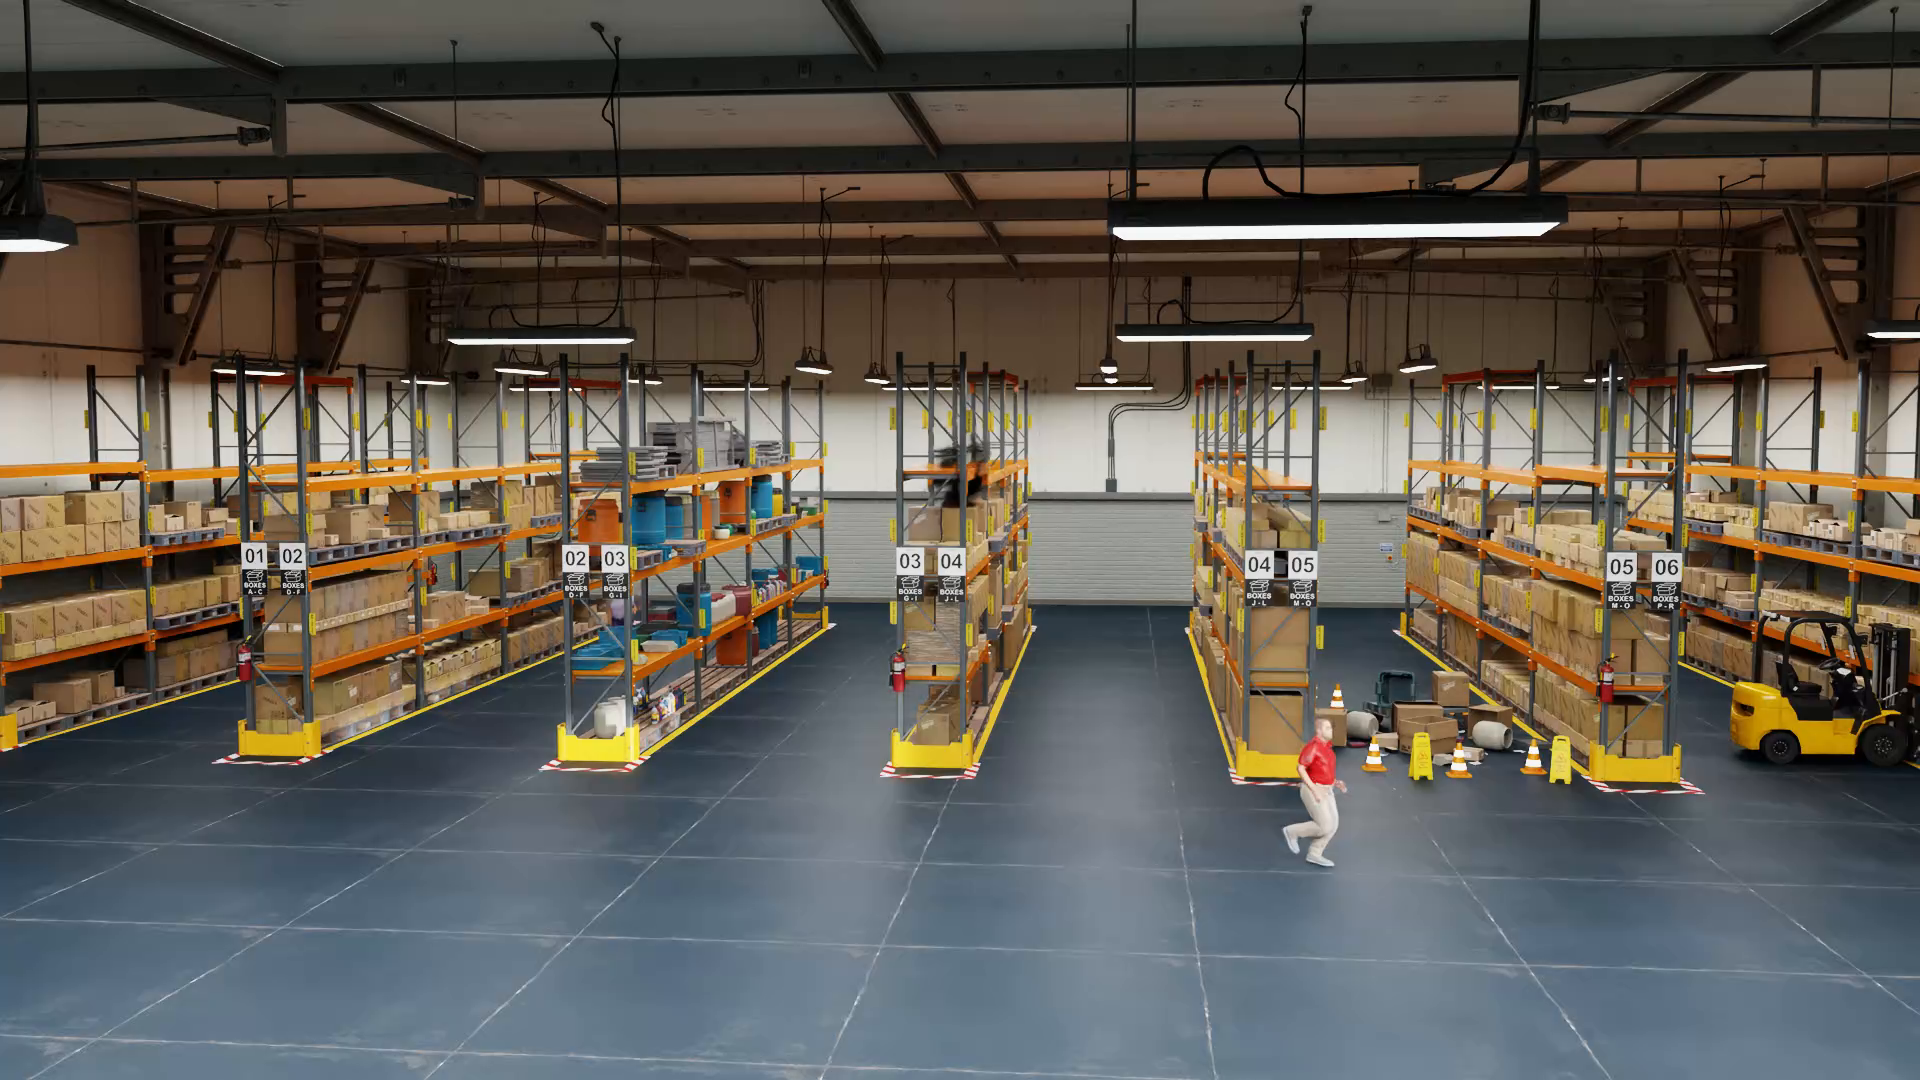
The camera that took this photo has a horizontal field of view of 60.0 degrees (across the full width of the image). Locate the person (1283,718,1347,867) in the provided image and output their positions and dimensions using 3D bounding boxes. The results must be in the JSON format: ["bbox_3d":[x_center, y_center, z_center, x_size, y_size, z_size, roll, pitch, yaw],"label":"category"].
[{"bbox_3d":[4.014,2.841,18.796,0.634,1.679,0.648,3,5,35],"label":"person"}]

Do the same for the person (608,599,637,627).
[{"bbox_3d":[-6.998,1.756,34.478,0.625,1.667,0.706,0,4,6],"label":"person"}]
